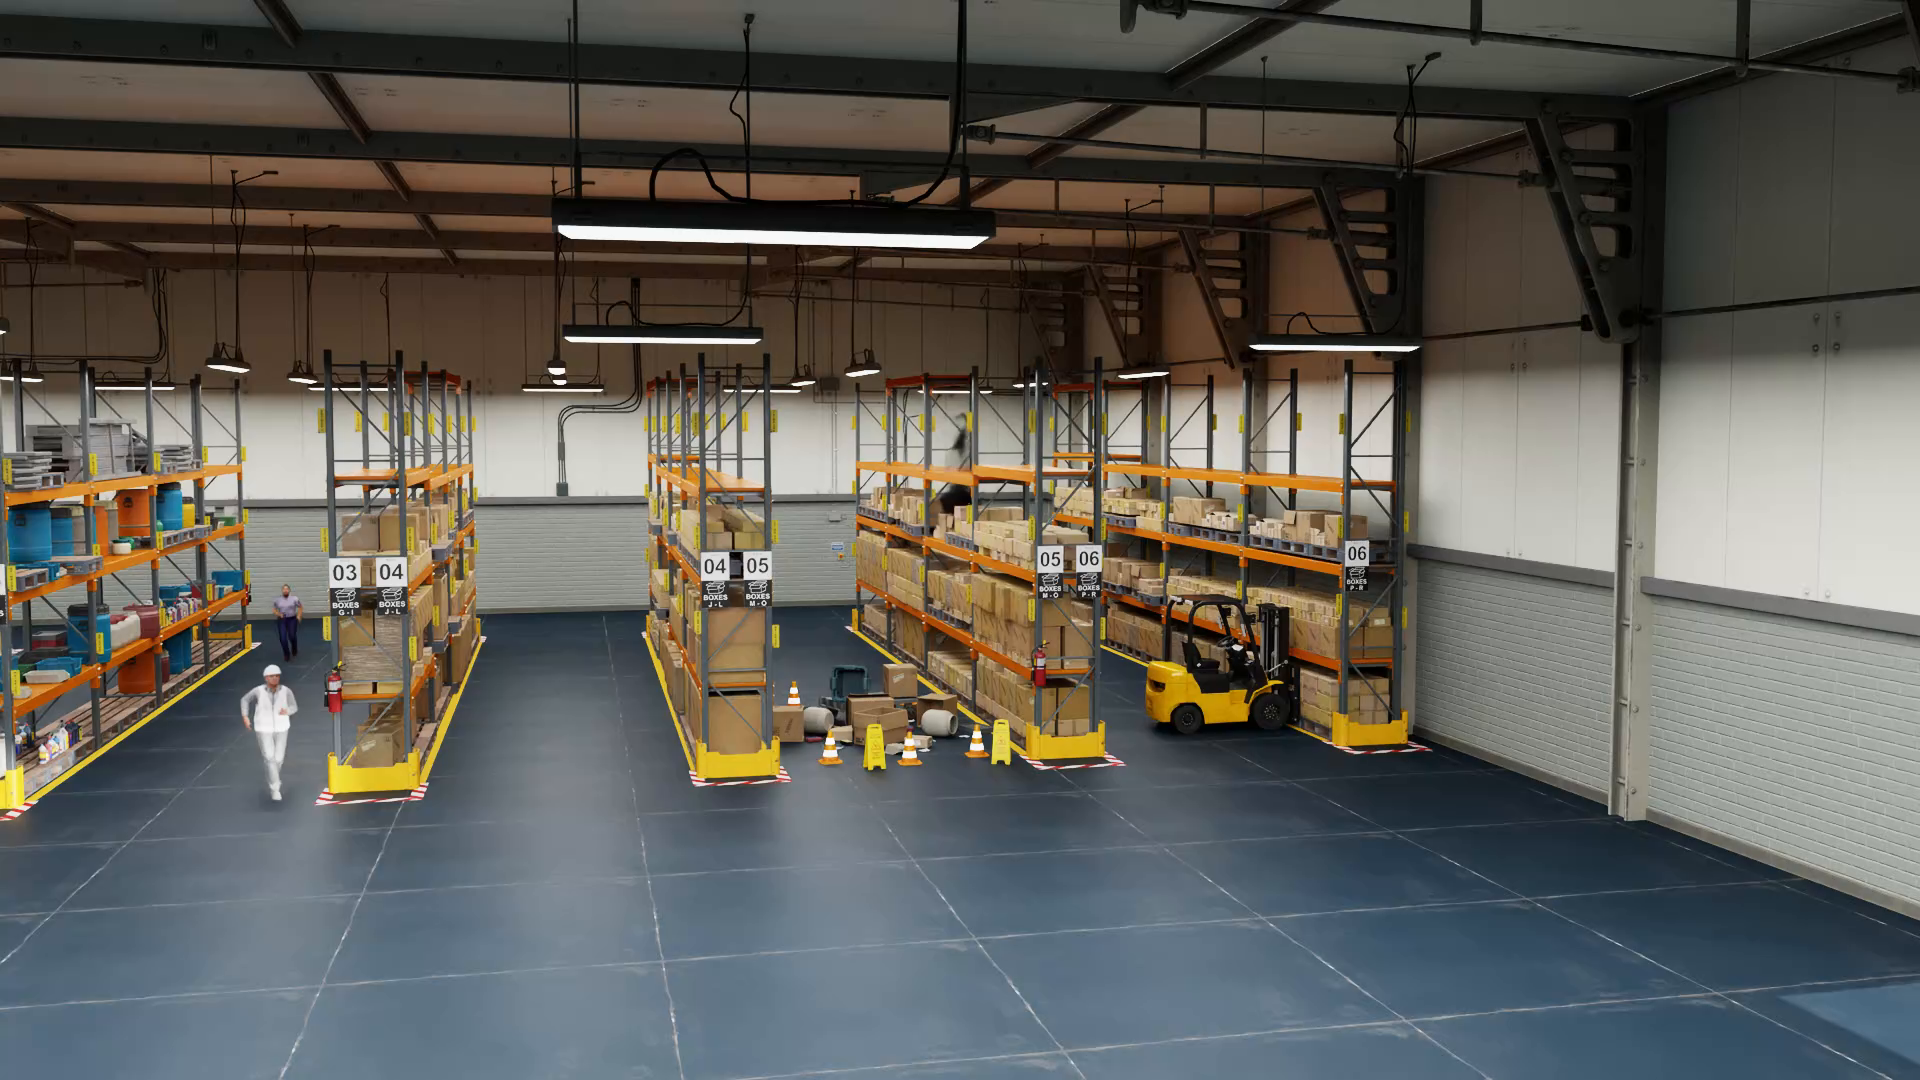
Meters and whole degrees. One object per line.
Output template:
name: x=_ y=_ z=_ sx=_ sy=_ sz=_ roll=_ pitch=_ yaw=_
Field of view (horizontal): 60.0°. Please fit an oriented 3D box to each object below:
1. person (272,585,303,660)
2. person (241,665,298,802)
person: x=-14.249 y=1.764 z=35.230 sx=0.599 sy=1.587 sz=0.531 roll=-1 pitch=4 yaw=-17
person: x=-9.282 y=2.585 z=22.413 sx=0.669 sy=1.812 sz=0.915 roll=-3 pitch=5 yaw=-34
